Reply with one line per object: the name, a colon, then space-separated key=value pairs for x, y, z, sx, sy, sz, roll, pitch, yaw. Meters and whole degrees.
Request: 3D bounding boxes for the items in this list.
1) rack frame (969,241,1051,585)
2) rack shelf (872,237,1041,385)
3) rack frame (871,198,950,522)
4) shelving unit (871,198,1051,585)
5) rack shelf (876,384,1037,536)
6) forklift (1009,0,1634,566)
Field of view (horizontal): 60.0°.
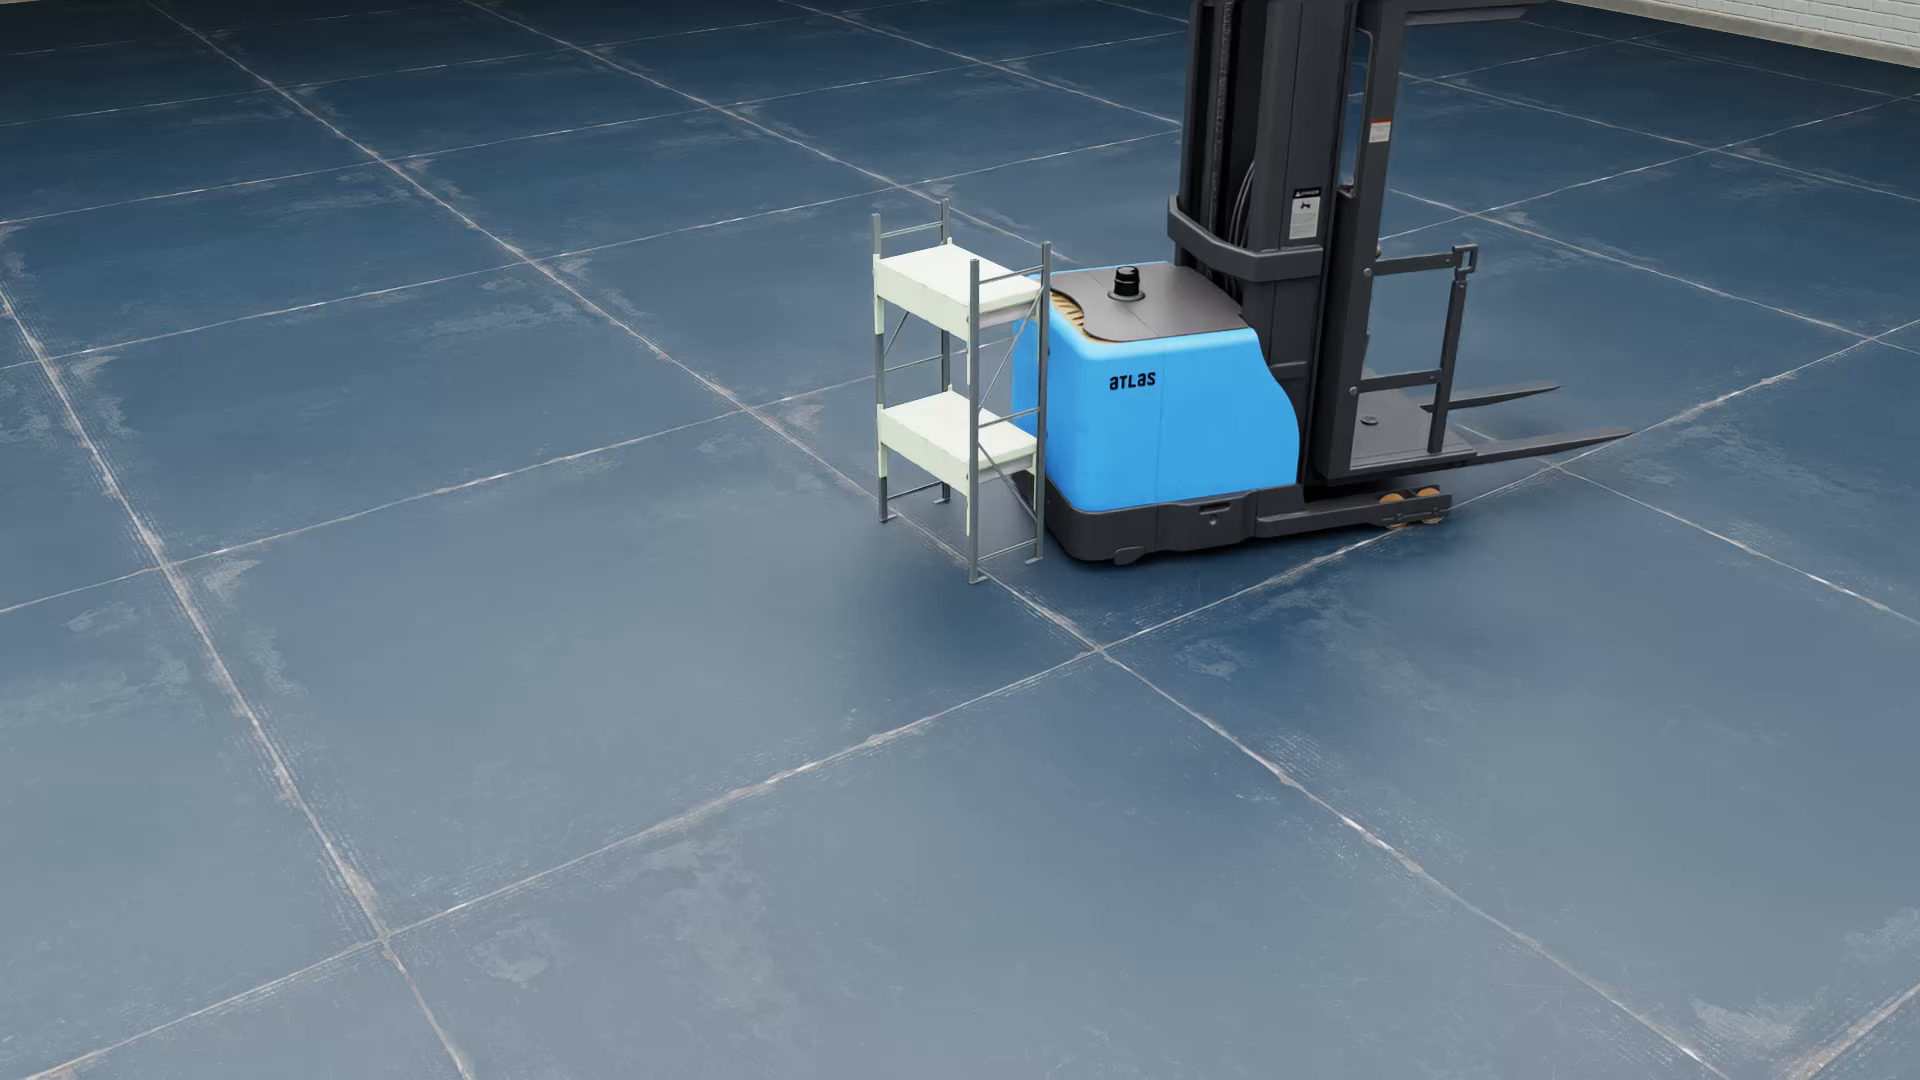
rack frame: x=0.208 y=-0.519 z=7.135 sx=0.400 sy=1.500 sz=0.023 roll=-19 pitch=34 yaw=-31
rack shelf: x=-0.004 y=-1.005 z=7.211 sx=0.431 sy=0.370 sz=0.720 roll=-19 pitch=34 yaw=-31
rack frame: x=-0.216 y=-0.804 z=7.659 sx=0.400 sy=1.500 sz=0.023 roll=-19 pitch=34 yaw=-31
shelving unit: x=-0.004 y=-0.662 z=7.397 sx=0.431 sy=1.500 sz=0.755 roll=-19 pitch=34 yaw=-31
rack shelf: x=-0.004 y=-0.375 z=7.552 sx=0.431 sy=0.370 sz=0.720 roll=-19 pitch=34 yaw=-31
forklift: x=1.812 y=-1.569 z=7.568 sx=3.031 sy=2.935 sz=1.130 roll=-8 pitch=30 yaw=-15
